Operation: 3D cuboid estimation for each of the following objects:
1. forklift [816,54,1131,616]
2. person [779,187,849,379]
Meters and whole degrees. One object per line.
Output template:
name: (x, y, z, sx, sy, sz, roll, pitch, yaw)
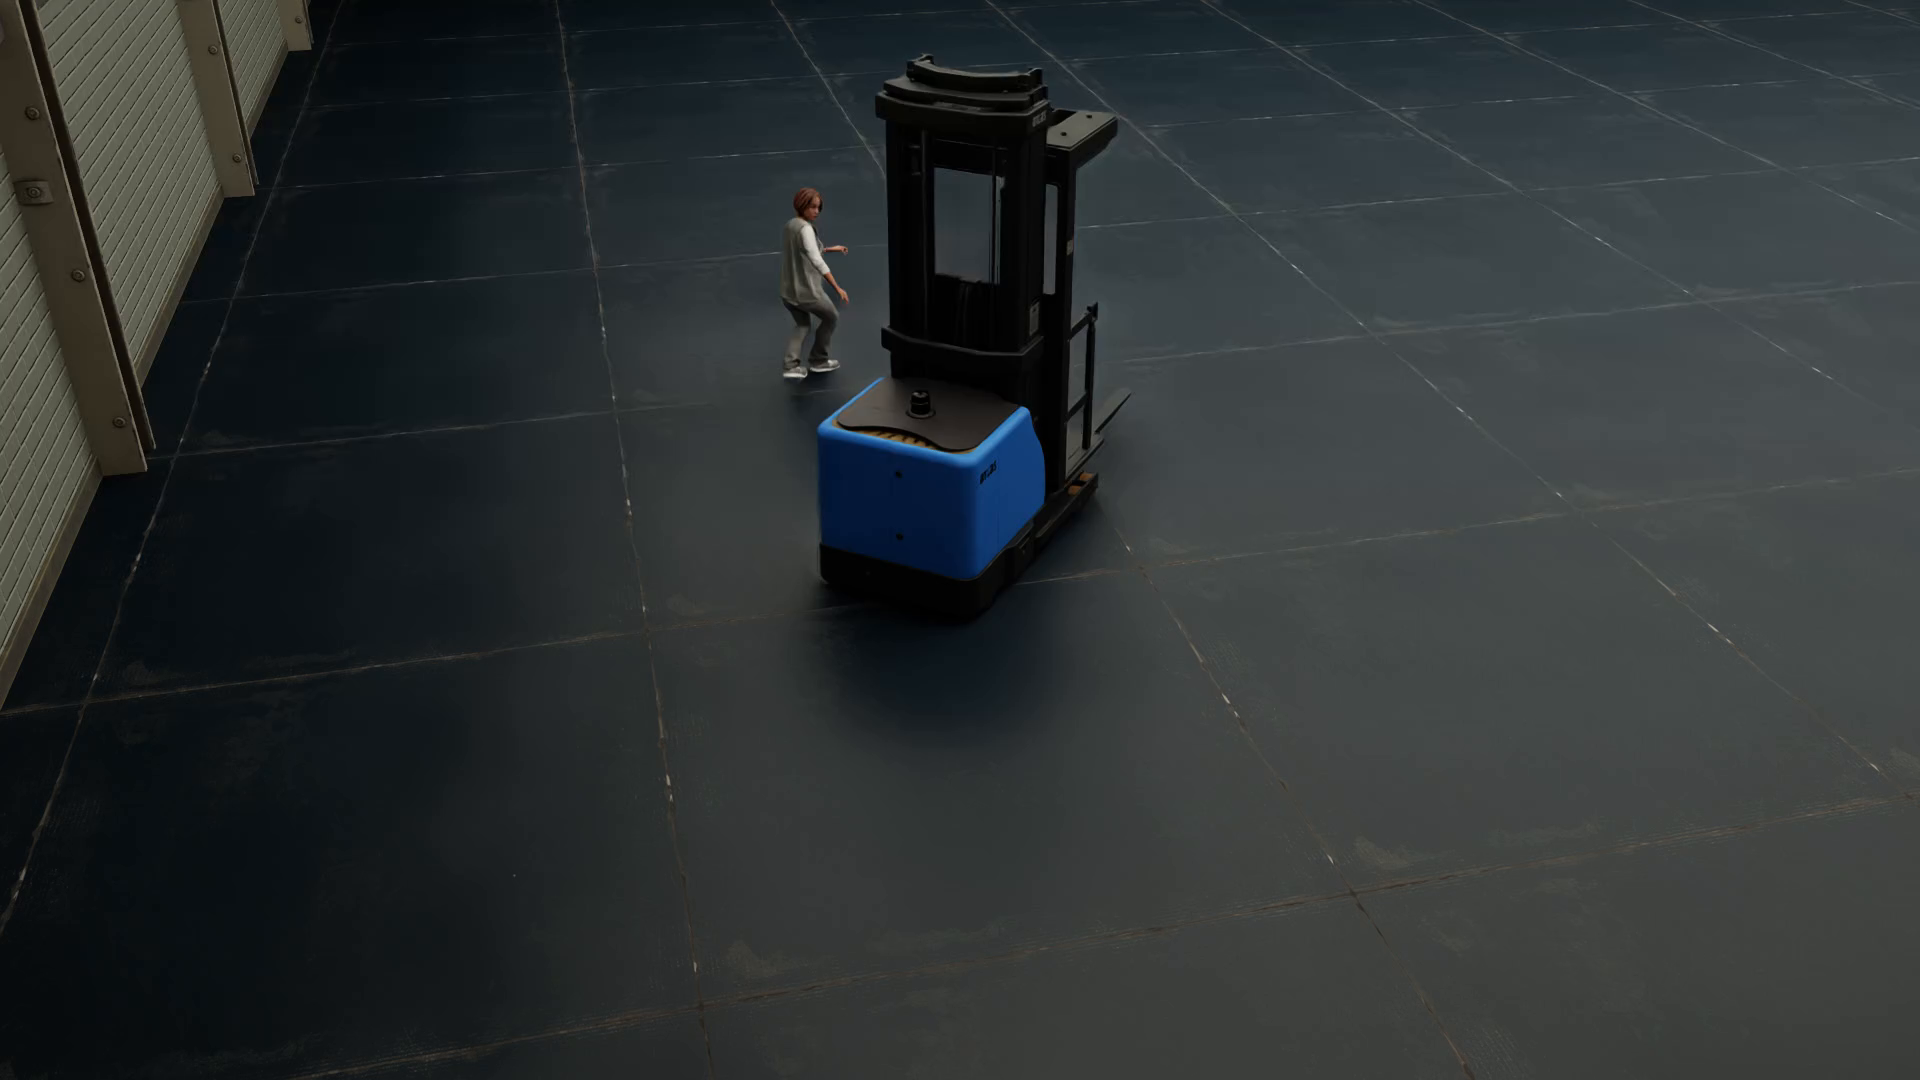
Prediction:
forklift: (0.261, -1.546, 10.245, 1.130, 2.935, 3.031, 14, 33, 22)
person: (-1.013, -1.852, 12.249, 0.774, 1.476, 0.744, -27, 39, -38)
